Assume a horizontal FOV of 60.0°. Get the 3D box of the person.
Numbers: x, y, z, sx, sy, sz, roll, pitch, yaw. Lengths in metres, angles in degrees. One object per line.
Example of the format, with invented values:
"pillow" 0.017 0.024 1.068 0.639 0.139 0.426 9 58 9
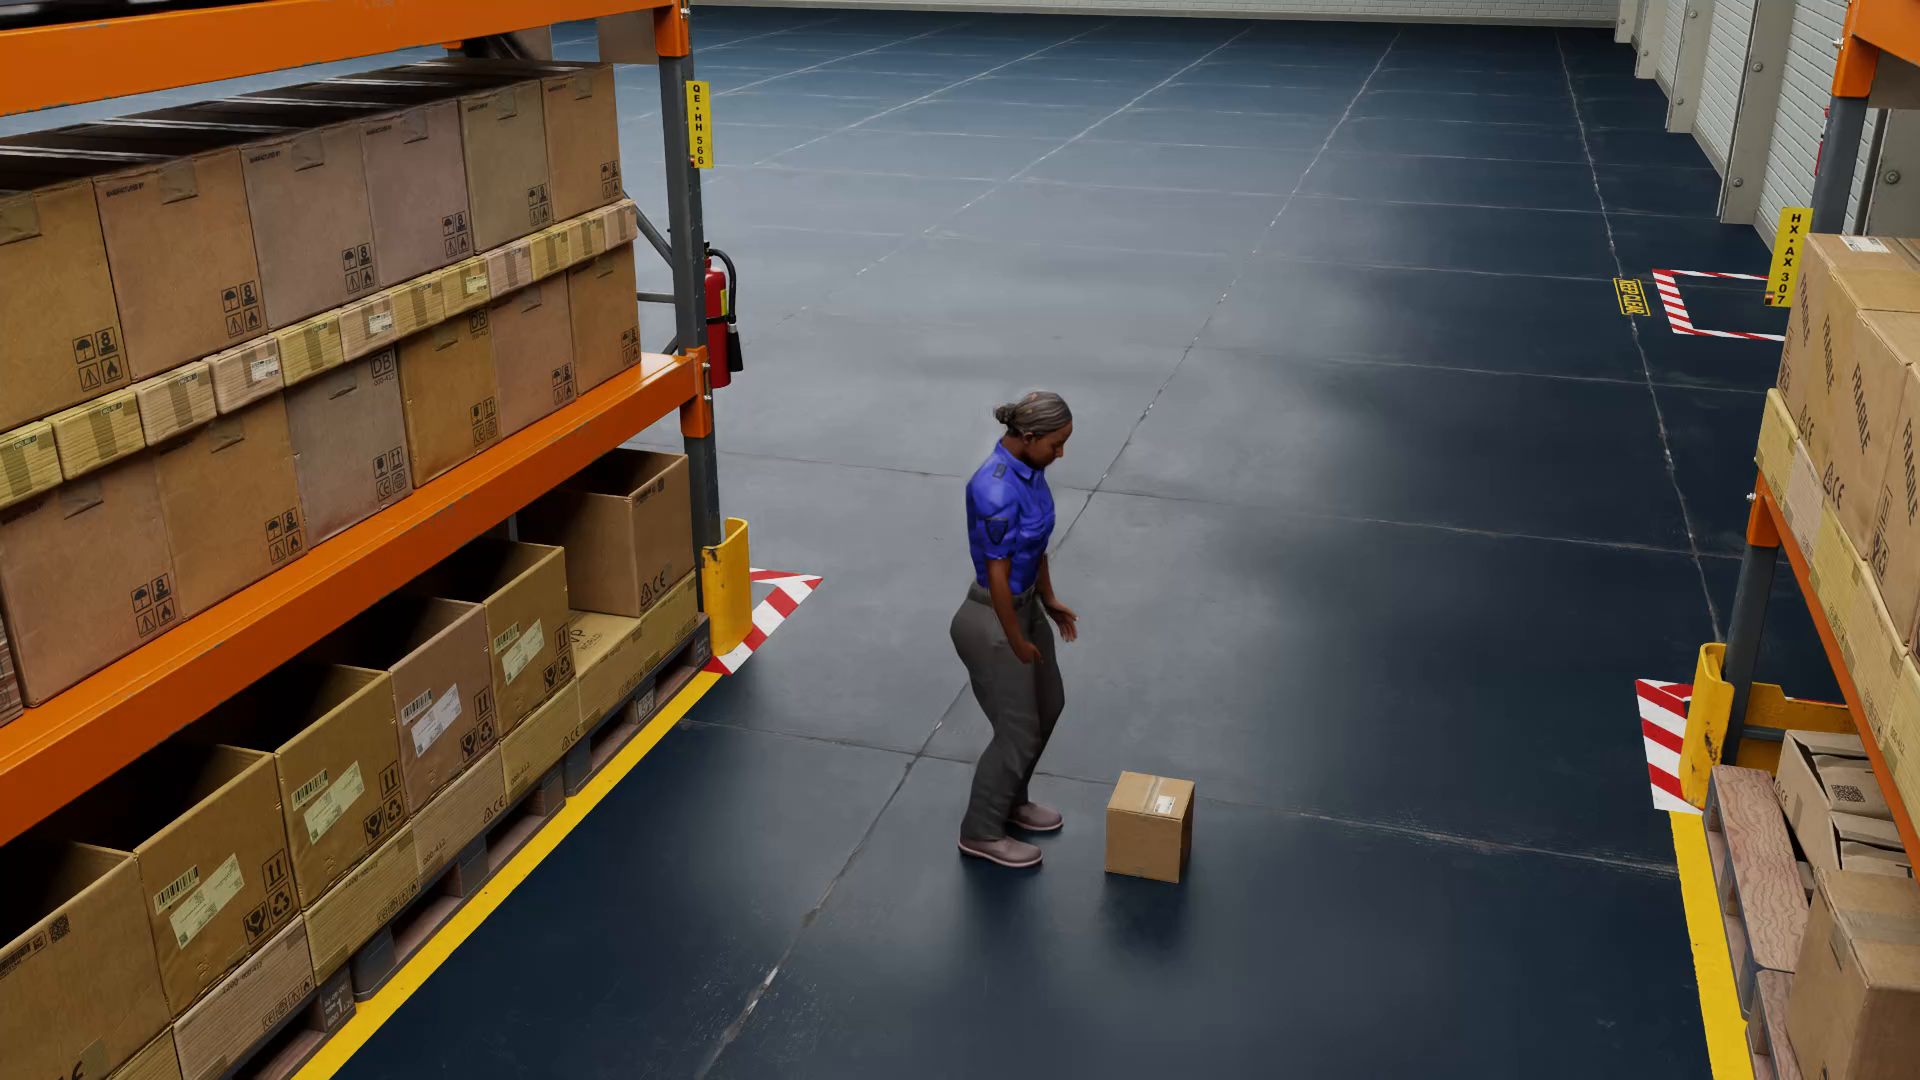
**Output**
"person" 0.178 0.277 5.485 0.361 1.618 0.453 7 23 17
